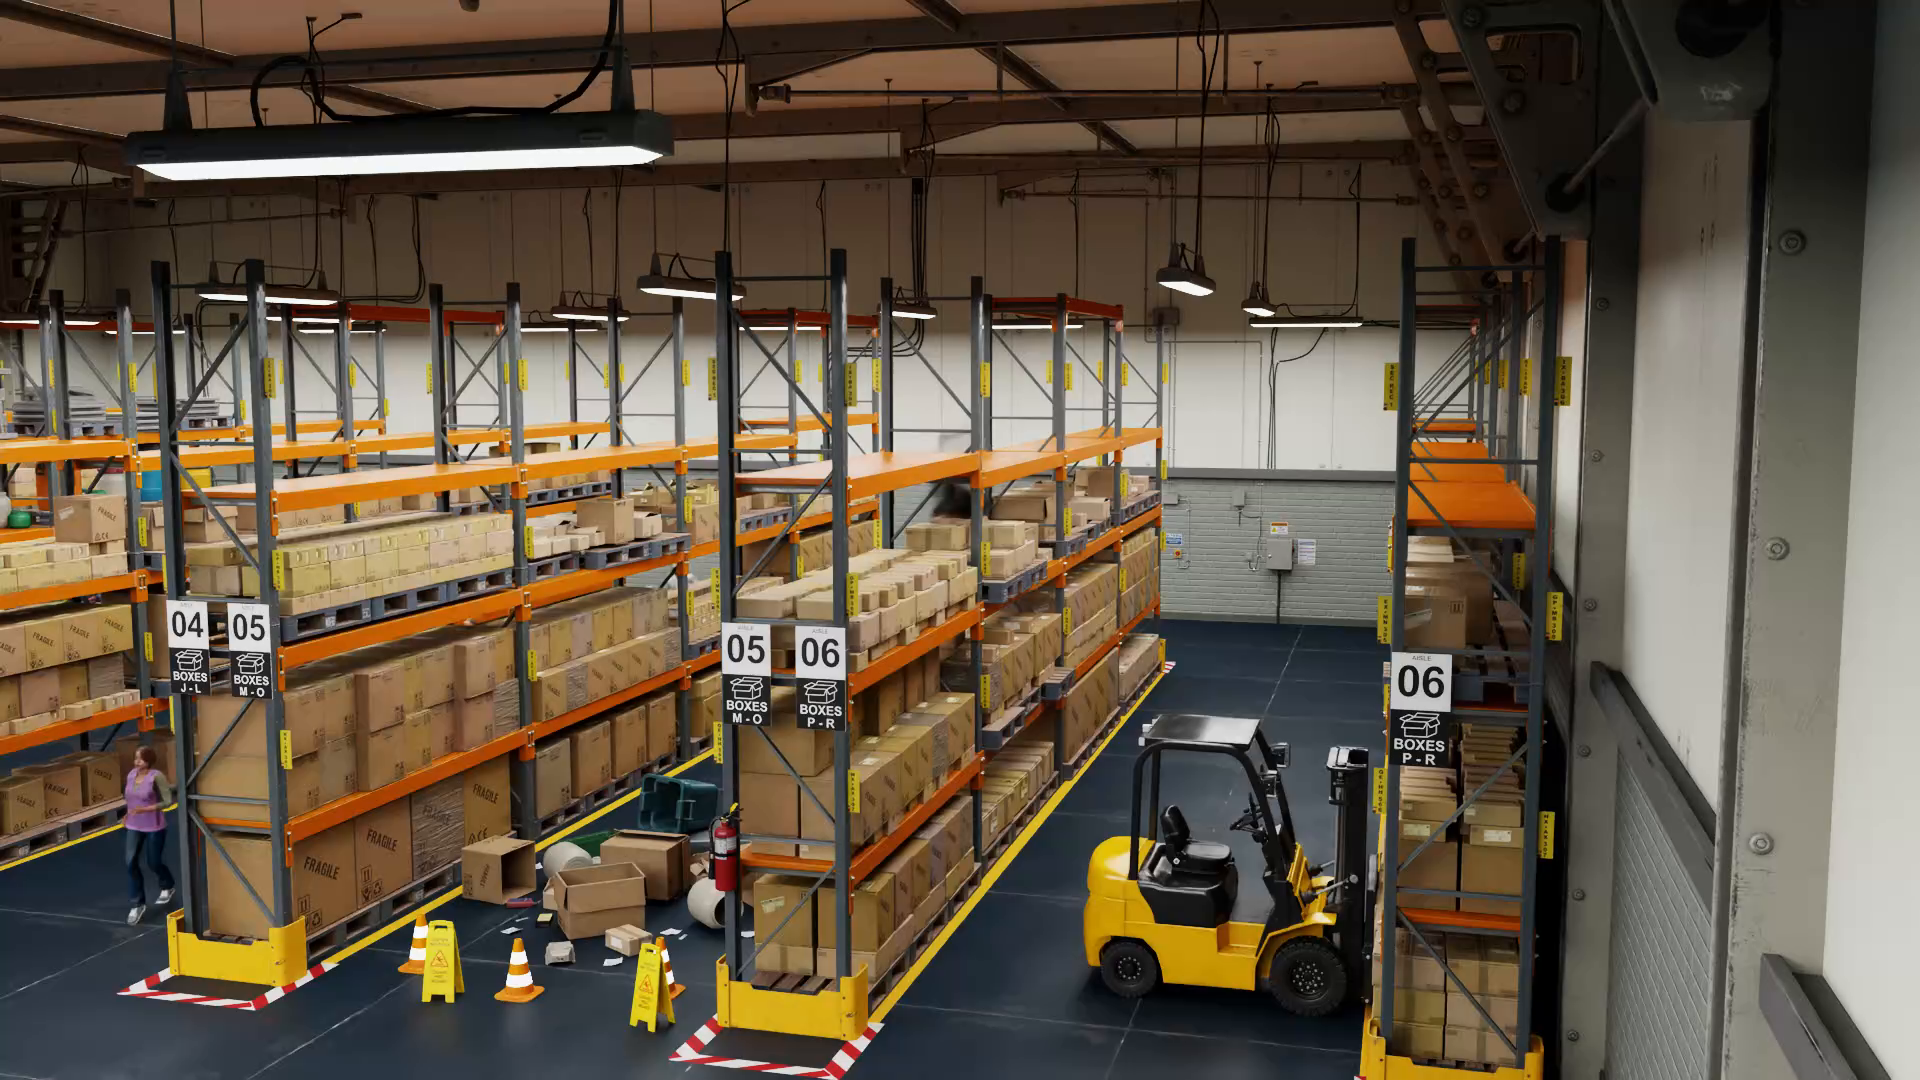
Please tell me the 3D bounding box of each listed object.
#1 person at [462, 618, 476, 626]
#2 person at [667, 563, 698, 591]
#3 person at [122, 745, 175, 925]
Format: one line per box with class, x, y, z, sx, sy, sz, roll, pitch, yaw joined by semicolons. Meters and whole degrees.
person;-6.869;1.892;23.269;0.589;1.635;0.802;1;6;12
person;-4.965;1.155;30.410;0.753;1.616;0.636;0;6;1
person;-7.620;2.741;15.609;0.525;1.614;0.650;0;6;4
